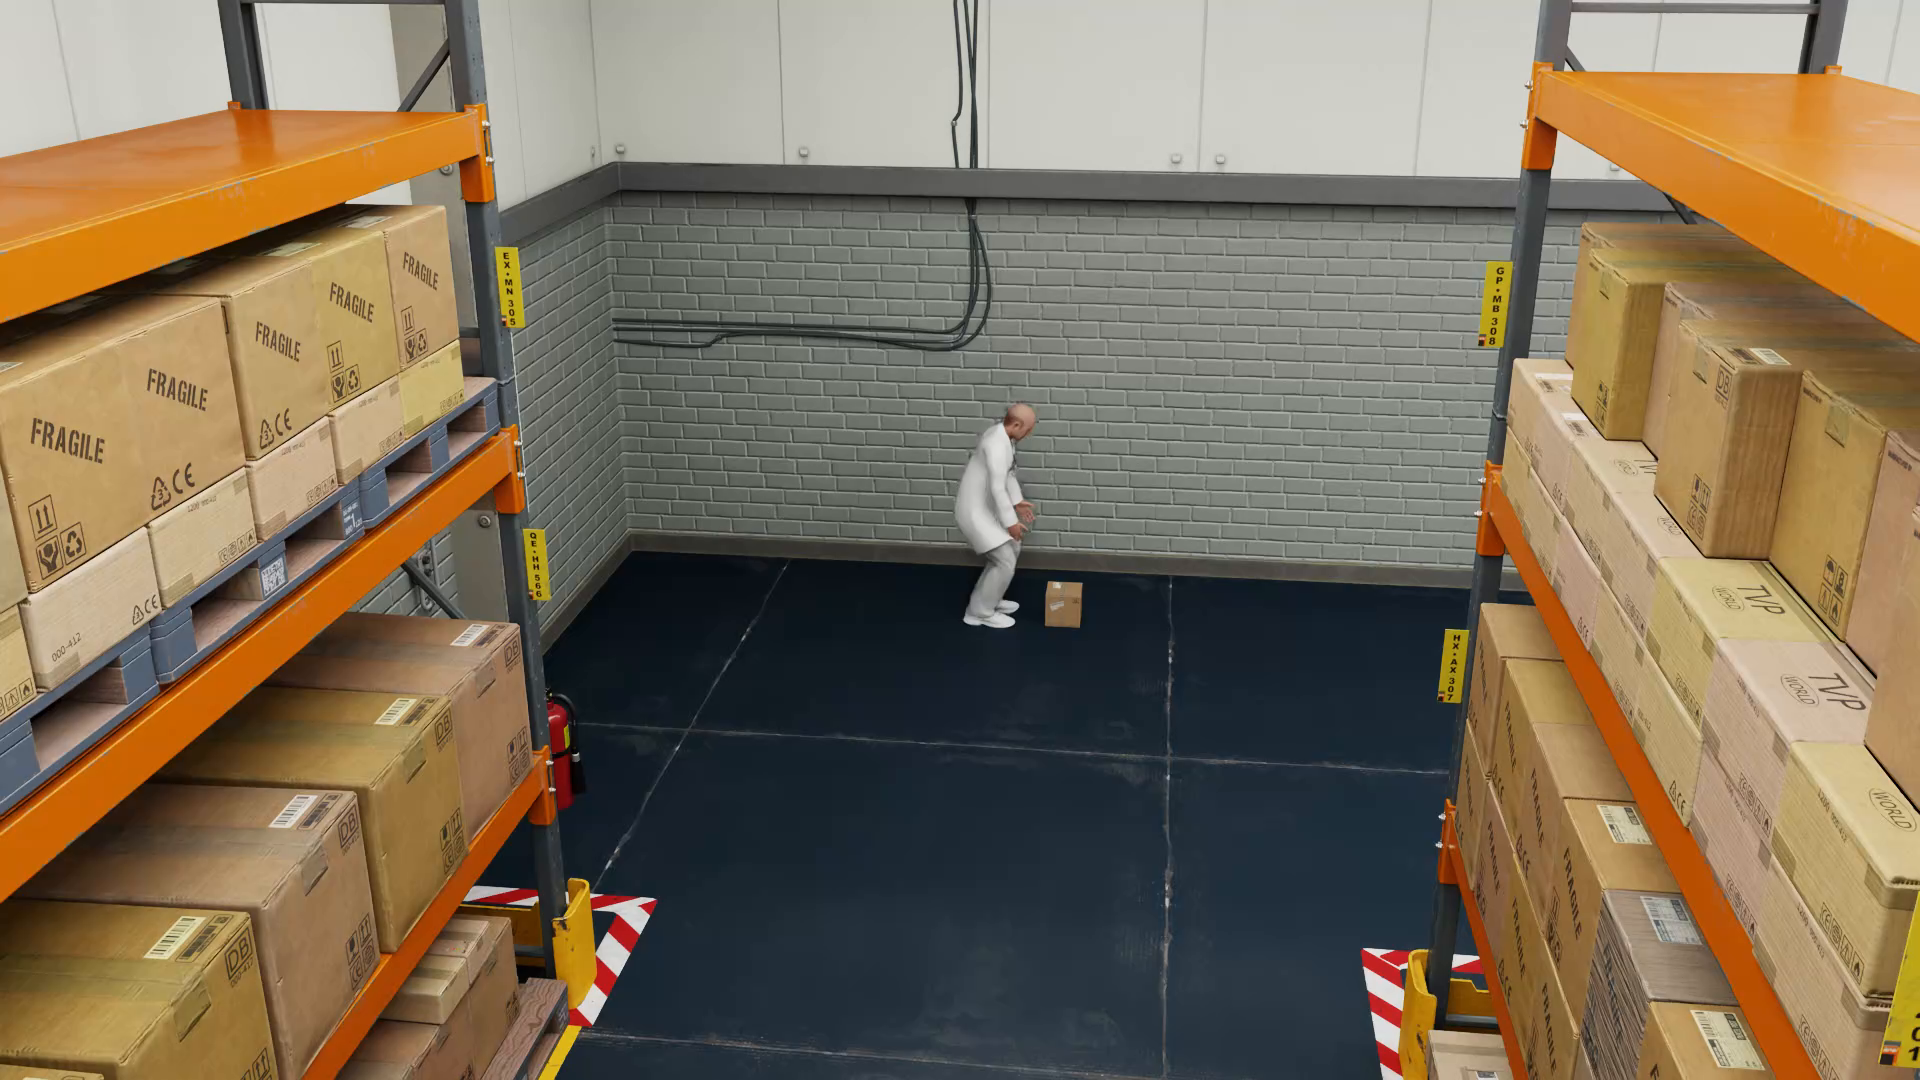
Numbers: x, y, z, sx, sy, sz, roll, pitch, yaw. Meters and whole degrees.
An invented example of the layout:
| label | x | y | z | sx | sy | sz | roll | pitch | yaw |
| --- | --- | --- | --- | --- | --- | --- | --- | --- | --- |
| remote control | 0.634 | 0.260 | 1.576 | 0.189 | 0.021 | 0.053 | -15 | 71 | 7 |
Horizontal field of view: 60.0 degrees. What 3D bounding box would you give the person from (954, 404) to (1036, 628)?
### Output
| label | x | y | z | sx | sy | sz | roll | pitch | yaw |
| --- | --- | --- | --- | --- | --- | --- | --- | --- | --- |
| person | 0.248 | -0.193 | 11.871 | 0.564 | 1.601 | 0.621 | 3 | 21 | 7 |
